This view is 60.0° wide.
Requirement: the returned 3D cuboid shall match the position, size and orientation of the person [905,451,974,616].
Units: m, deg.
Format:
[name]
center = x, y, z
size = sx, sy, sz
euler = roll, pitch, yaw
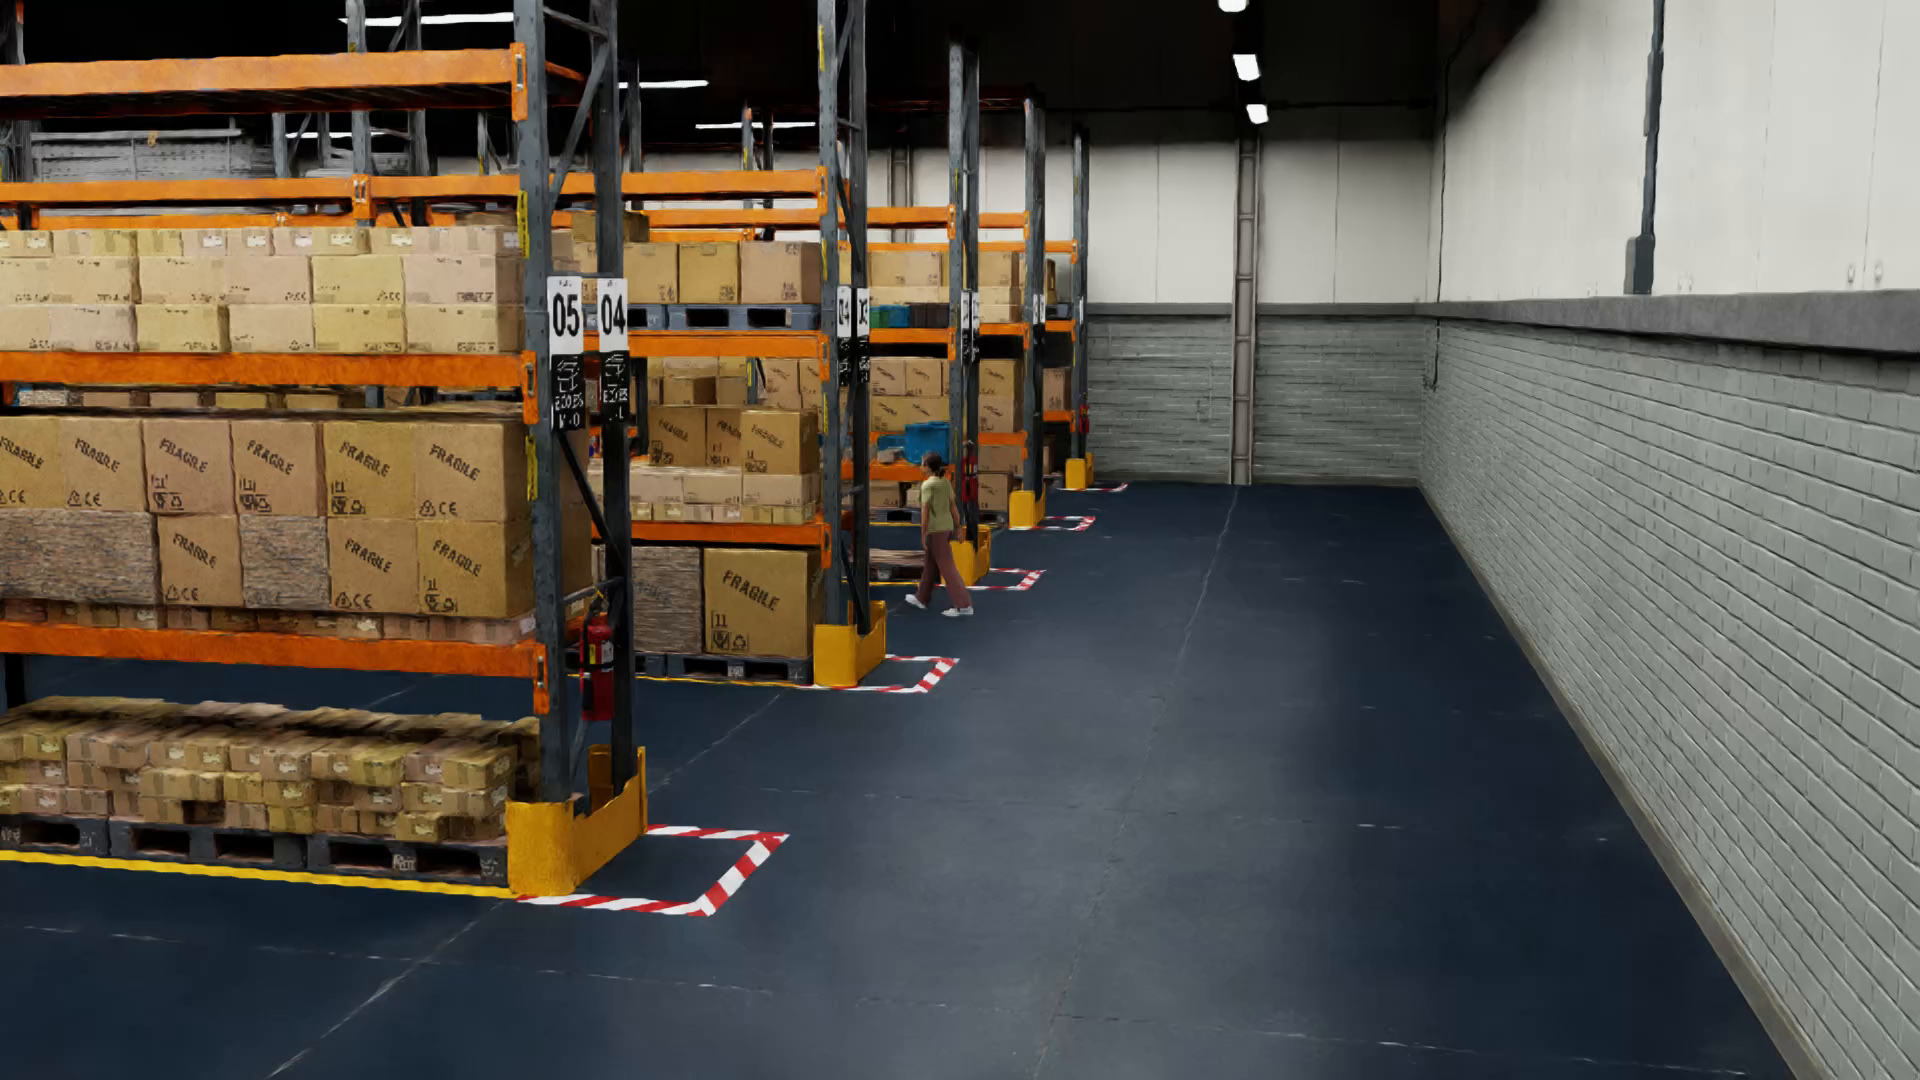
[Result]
[person]
center = -0.248, -0.074, 16.477
size = 0.947, 1.623, 0.487
euler = 5, 9, 31
